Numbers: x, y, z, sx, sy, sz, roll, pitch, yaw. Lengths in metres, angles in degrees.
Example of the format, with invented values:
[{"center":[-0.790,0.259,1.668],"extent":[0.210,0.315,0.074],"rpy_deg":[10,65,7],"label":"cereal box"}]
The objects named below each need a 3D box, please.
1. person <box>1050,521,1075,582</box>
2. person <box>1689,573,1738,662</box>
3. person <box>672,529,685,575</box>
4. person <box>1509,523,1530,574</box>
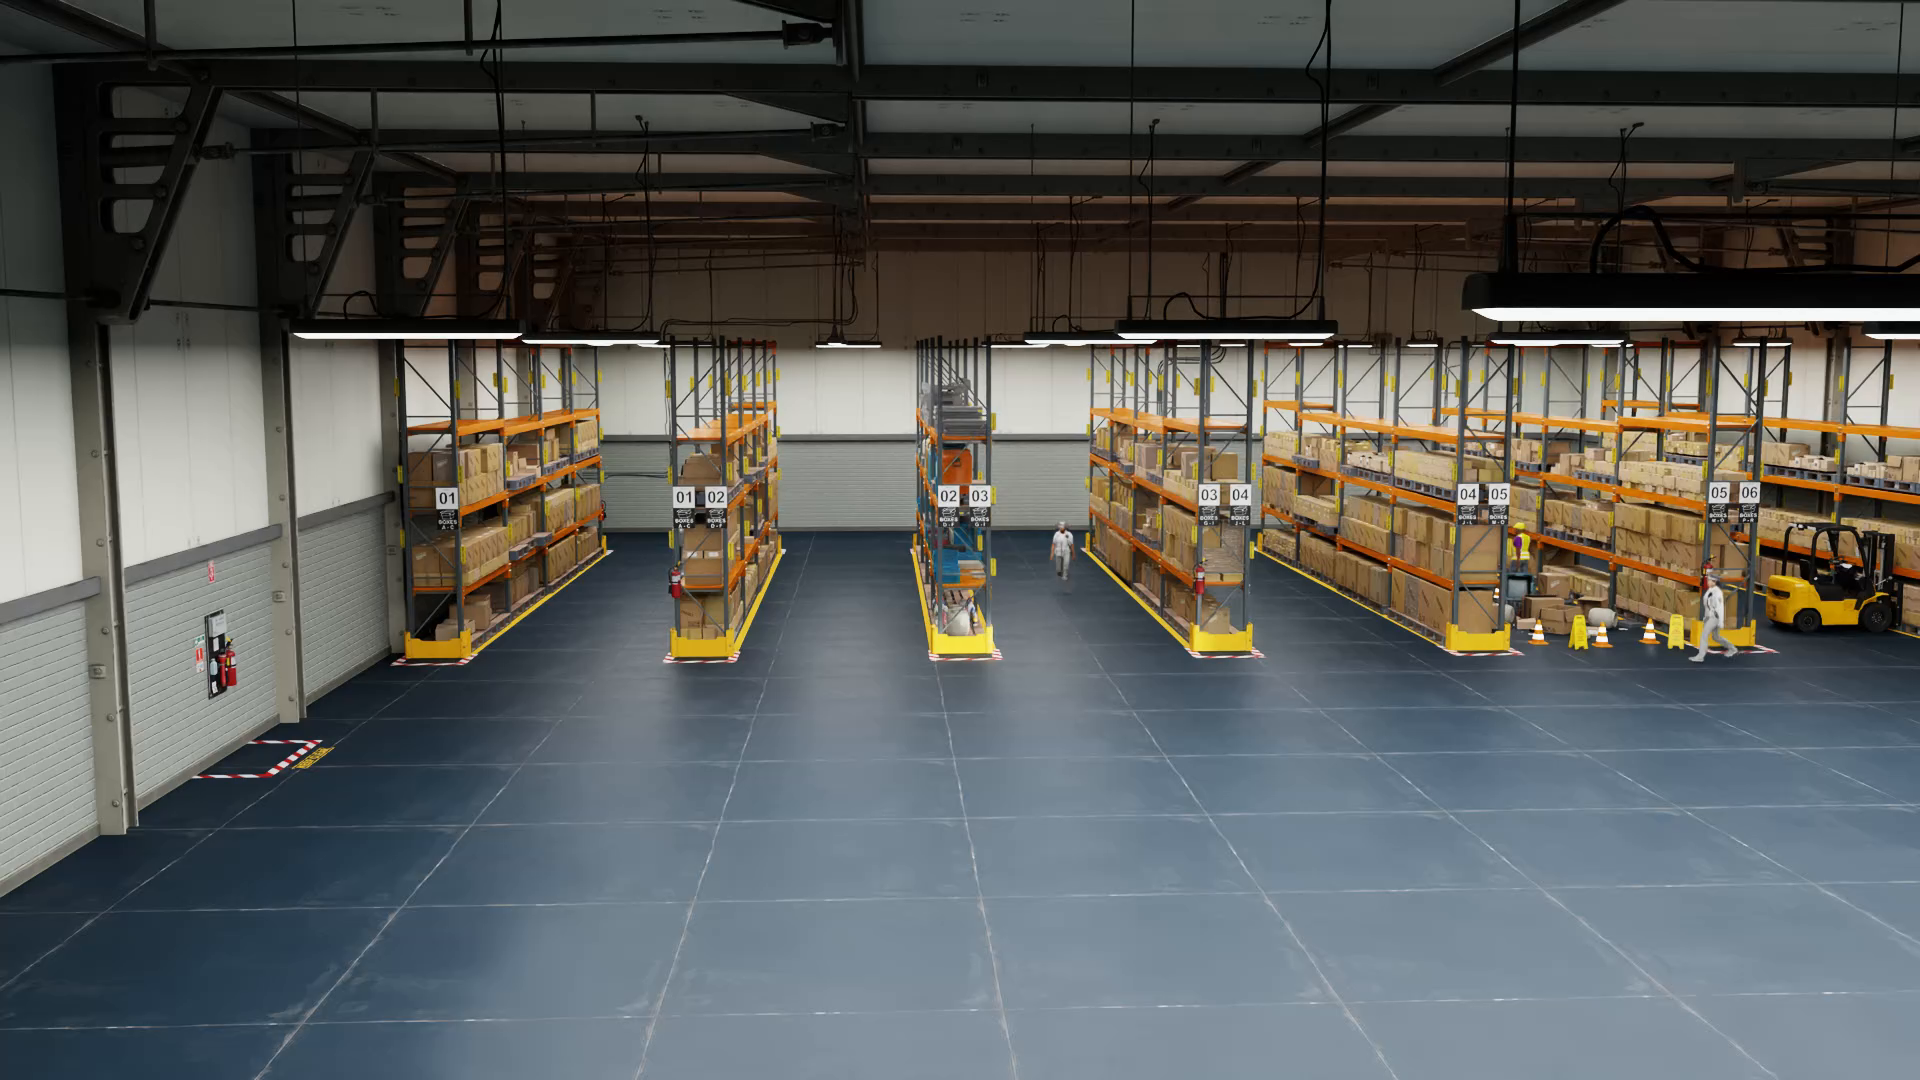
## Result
[{"center":[2.436,0.263,39.511],"extent":[0.552,1.429,1.034],"rpy_deg":[2,7,14],"label":"person"},{"center":[13.902,1.424,30.615],"extent":[0.937,1.637,0.486],"rpy_deg":[0,6,0],"label":"person"},{"center":[-7.148,0.134,42.375],"extent":[0.404,1.536,0.994],"rpy_deg":[0,7,-4],"label":"person"},{"center":[13.007,0.506,38.465],"extent":[0.537,1.802,0.604],"rpy_deg":[-2,7,-15],"label":"person"}]
